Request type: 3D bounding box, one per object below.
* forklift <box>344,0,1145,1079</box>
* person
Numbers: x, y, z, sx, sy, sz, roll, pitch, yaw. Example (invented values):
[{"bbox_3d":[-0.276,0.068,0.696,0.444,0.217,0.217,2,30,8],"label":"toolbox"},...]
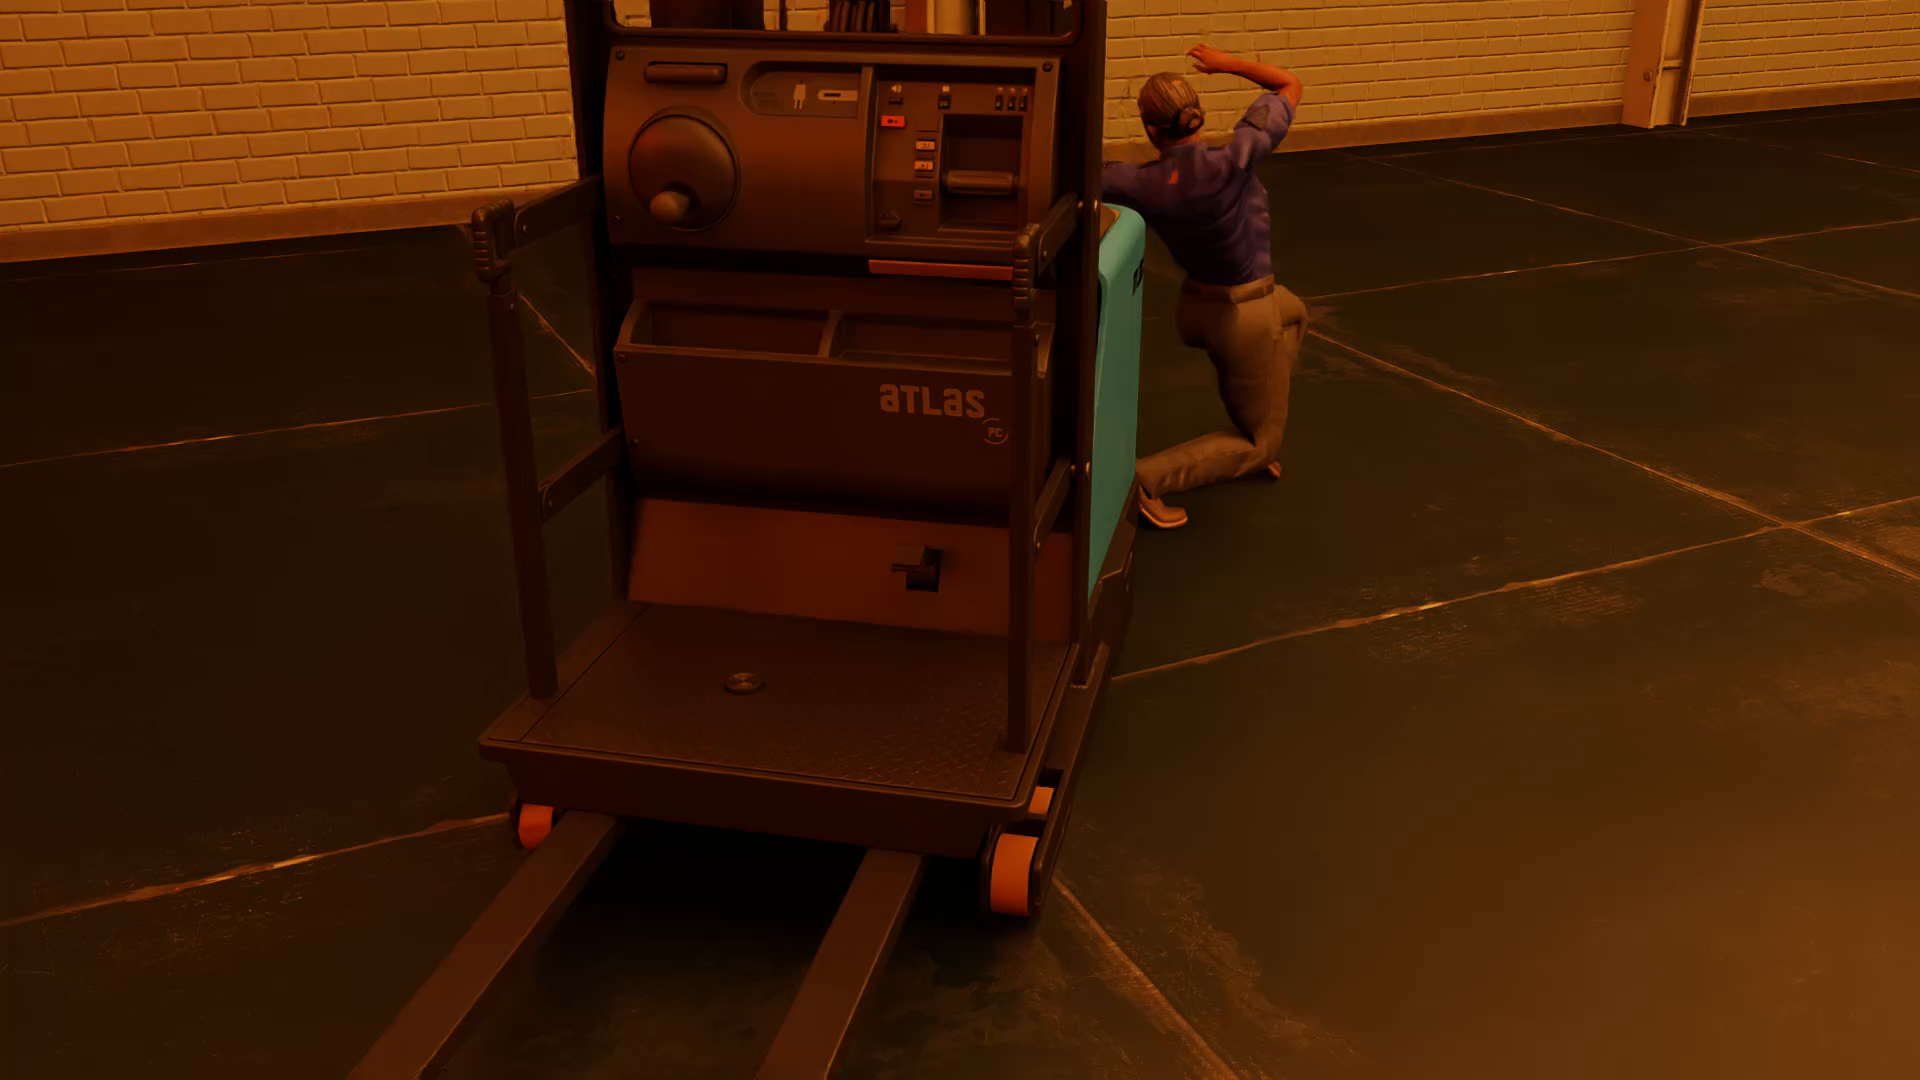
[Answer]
[{"bbox_3d":[-0.311,-0.763,3.122,1.130,2.935,3.031,5,23,12],"label":"forklift"},{"bbox_3d":[0.674,-0.850,5.329,0.841,1.441,1.002,-15,27,-32],"label":"person"}]
